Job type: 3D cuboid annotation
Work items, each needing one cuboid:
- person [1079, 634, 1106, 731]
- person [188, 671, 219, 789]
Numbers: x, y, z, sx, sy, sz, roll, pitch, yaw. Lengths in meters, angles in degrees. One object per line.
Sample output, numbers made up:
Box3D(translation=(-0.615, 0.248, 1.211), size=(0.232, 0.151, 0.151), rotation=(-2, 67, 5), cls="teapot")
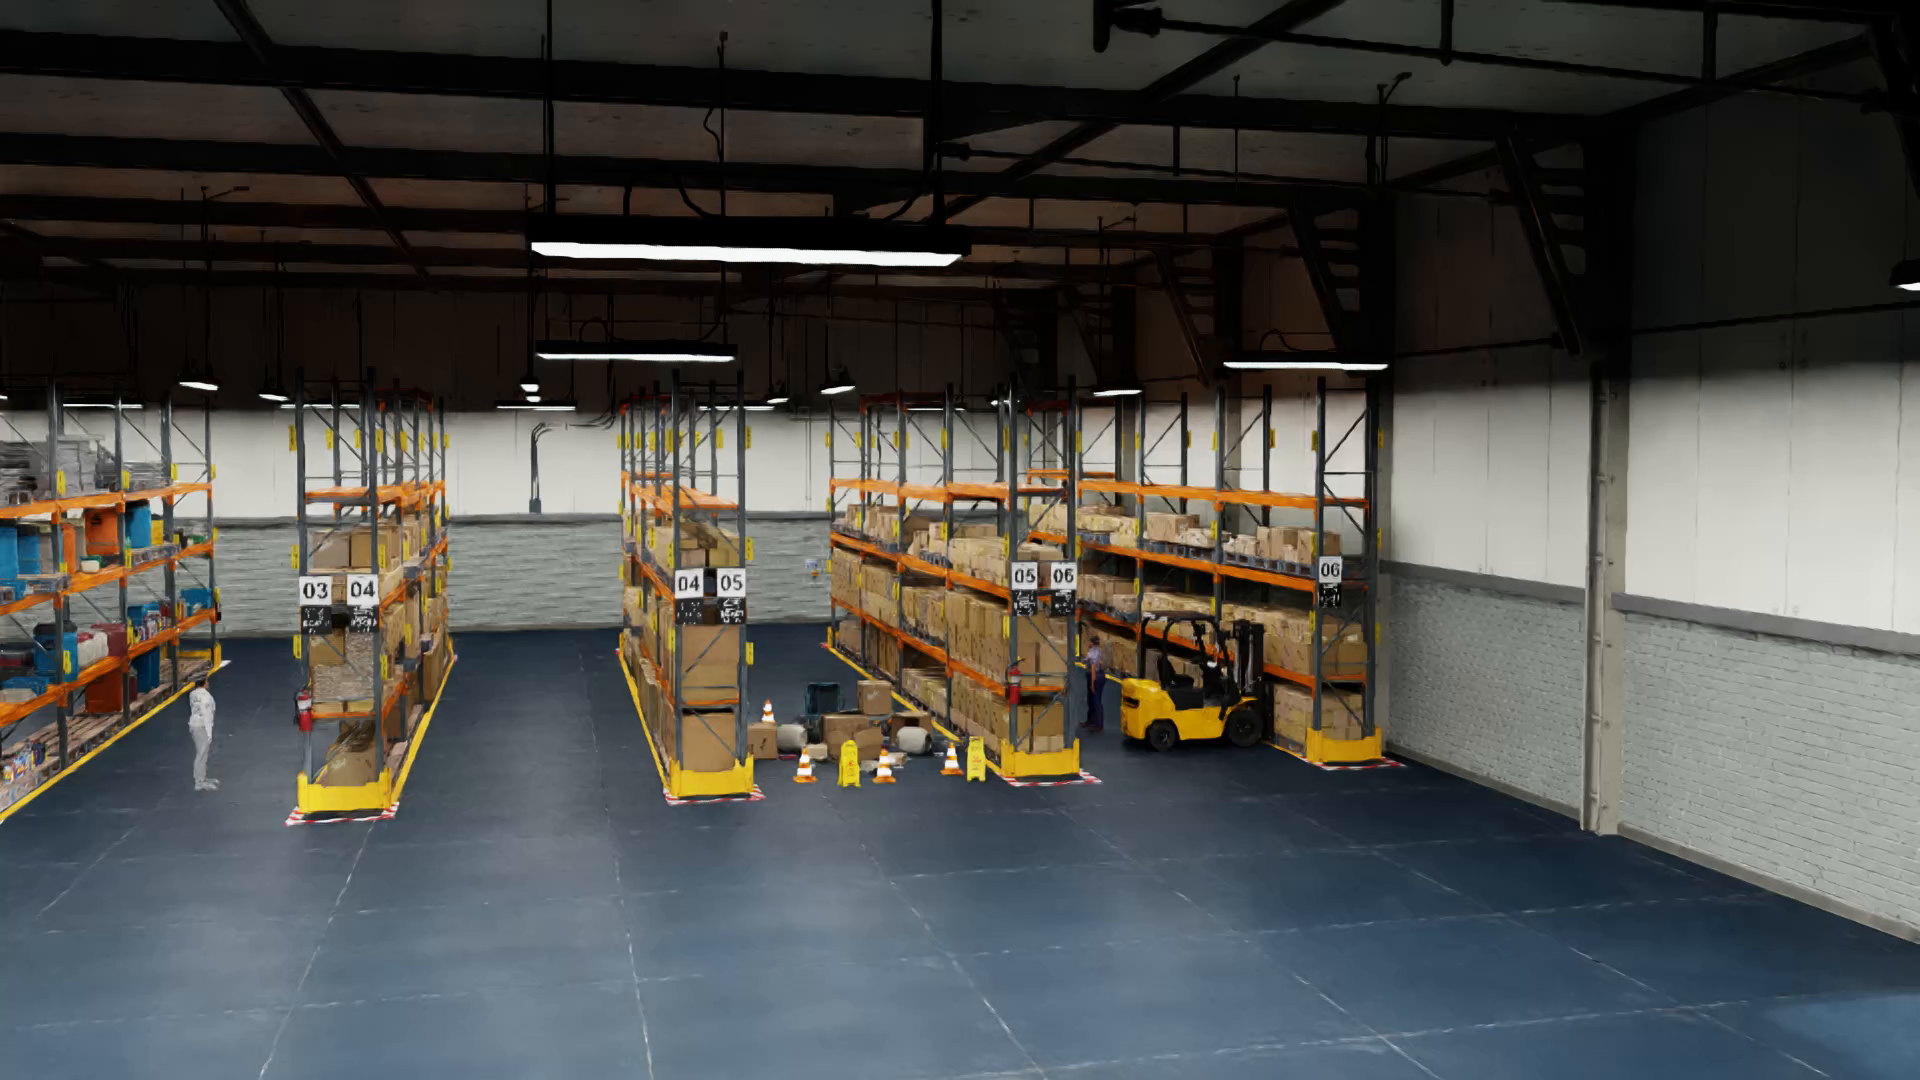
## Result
Box3D(translation=(2.291, 2.452, 28.827), size=(0.464, 1.652, 0.523), rotation=(1, 4, 16), cls="person")
Box3D(translation=(-10.872, 2.725, 23.940), size=(0.408, 1.678, 0.538), rotation=(-3, 5, -44), cls="person")
